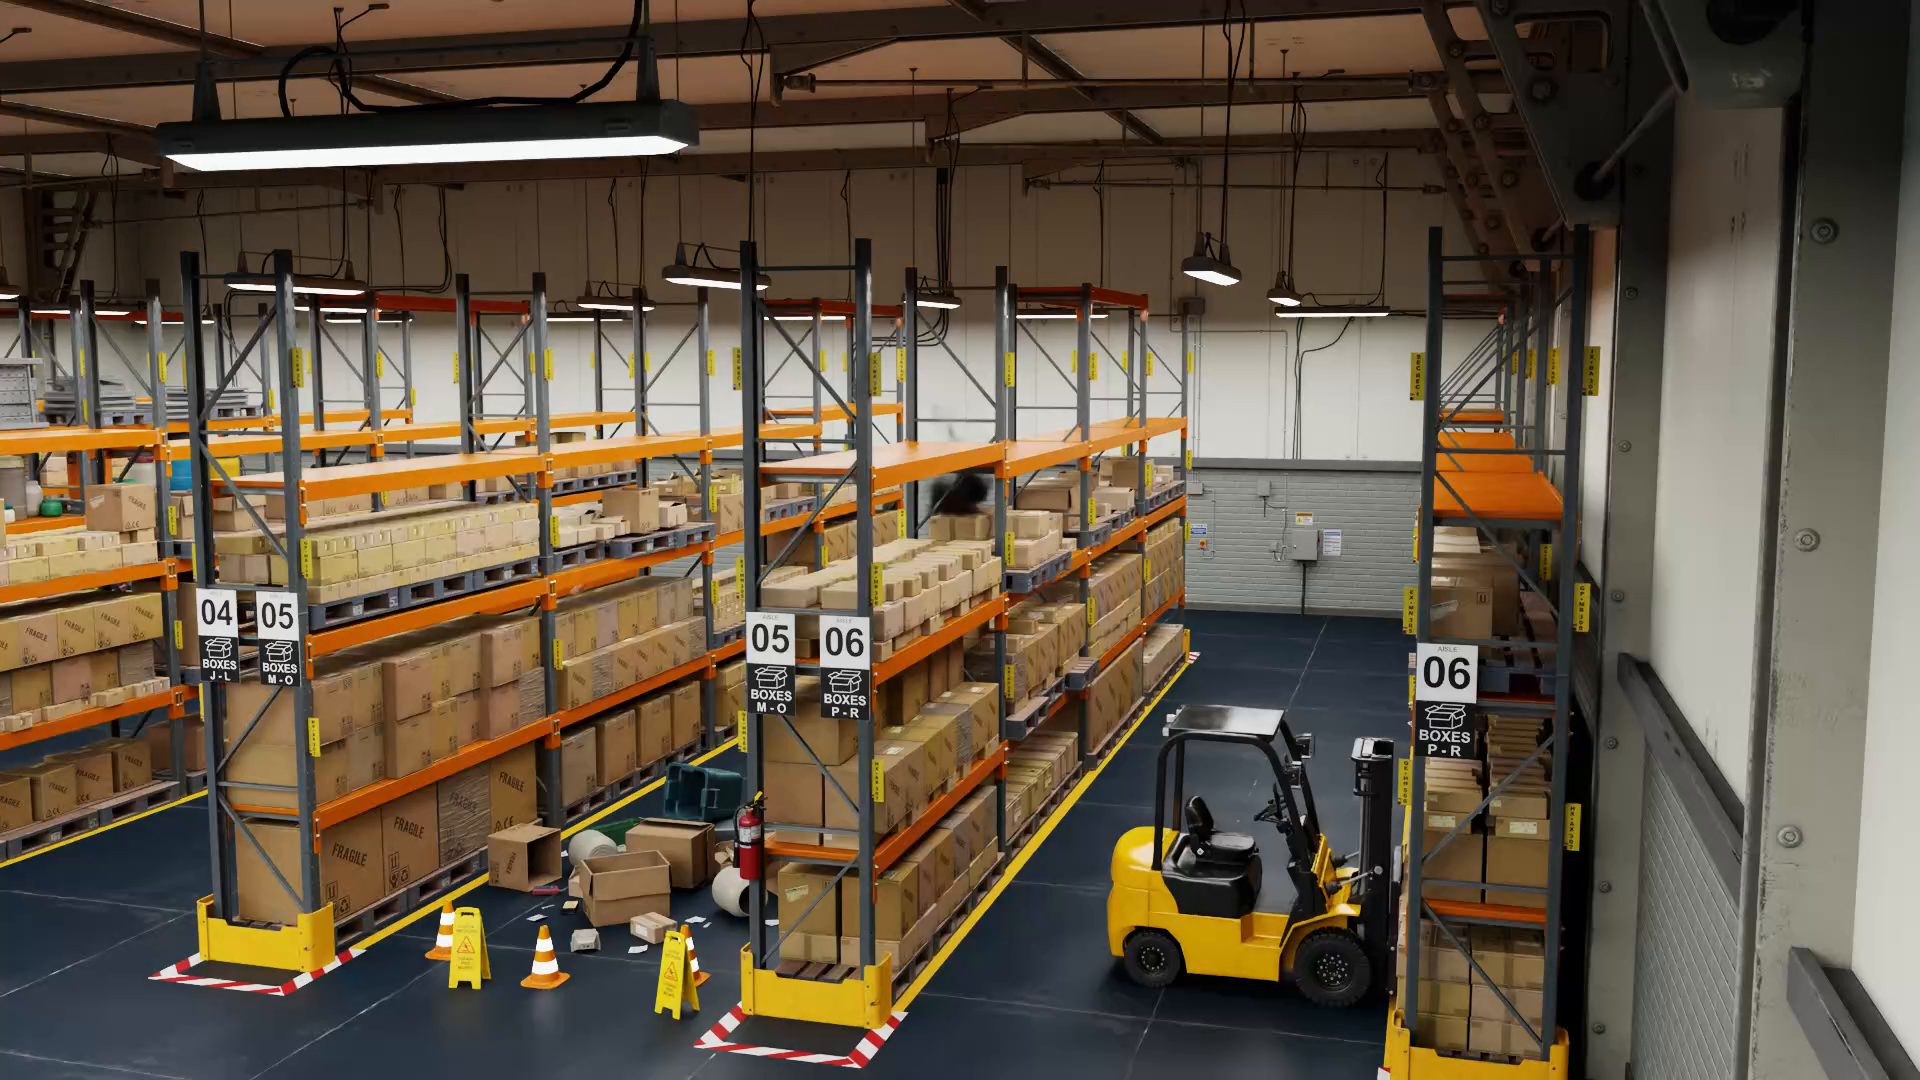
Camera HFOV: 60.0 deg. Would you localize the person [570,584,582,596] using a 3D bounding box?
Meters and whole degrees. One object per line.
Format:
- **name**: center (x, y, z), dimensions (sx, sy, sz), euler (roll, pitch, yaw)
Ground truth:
- **person**: center (-5.855, 1.487, 25.384), dimensions (0.675, 1.688, 0.762), euler (1, 6, 4)
